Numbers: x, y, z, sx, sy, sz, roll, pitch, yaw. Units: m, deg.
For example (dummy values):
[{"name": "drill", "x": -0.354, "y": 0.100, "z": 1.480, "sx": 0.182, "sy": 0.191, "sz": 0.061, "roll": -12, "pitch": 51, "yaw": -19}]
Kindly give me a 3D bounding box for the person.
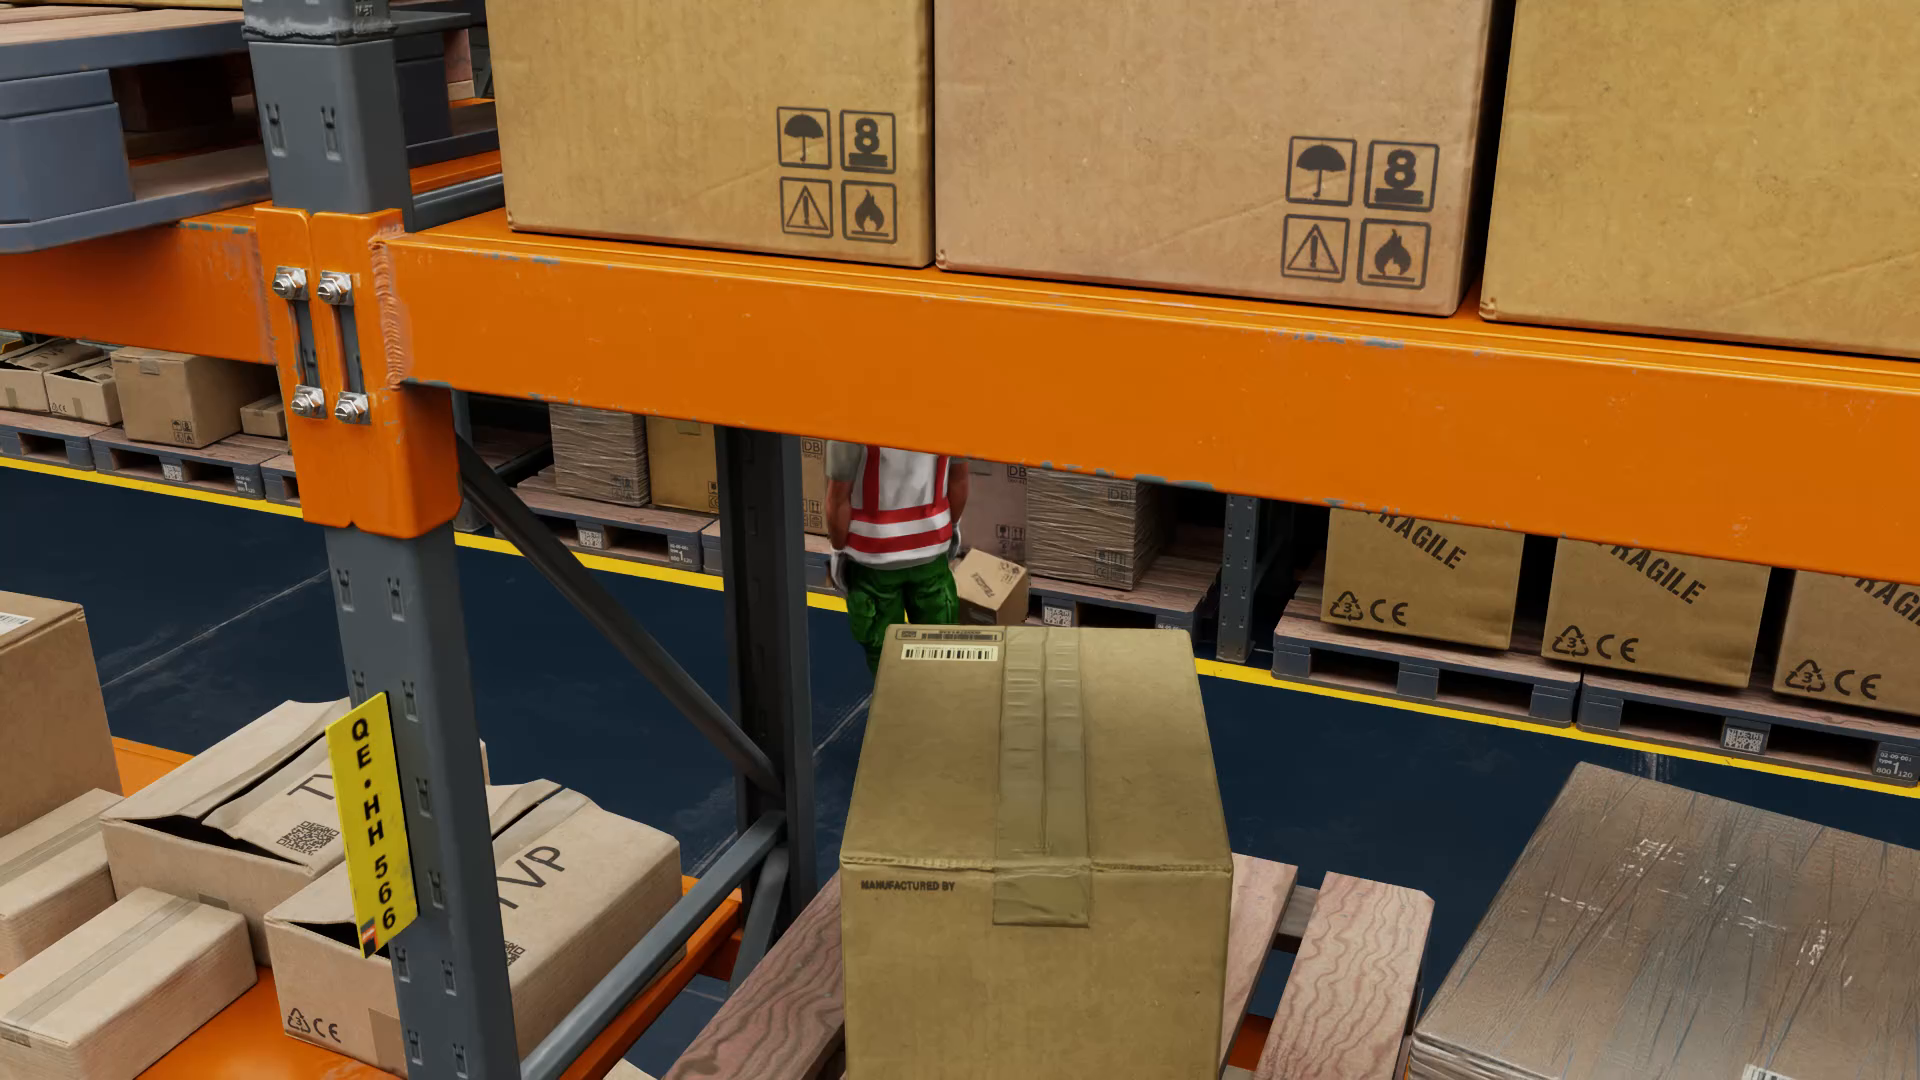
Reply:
[{"name": "person", "x": -0.188, "y": 0.029, "z": 5.938, "sx": 0.631, "sy": 1.791, "sz": 0.383, "roll": -8, "pitch": 23, "yaw": -19}]
